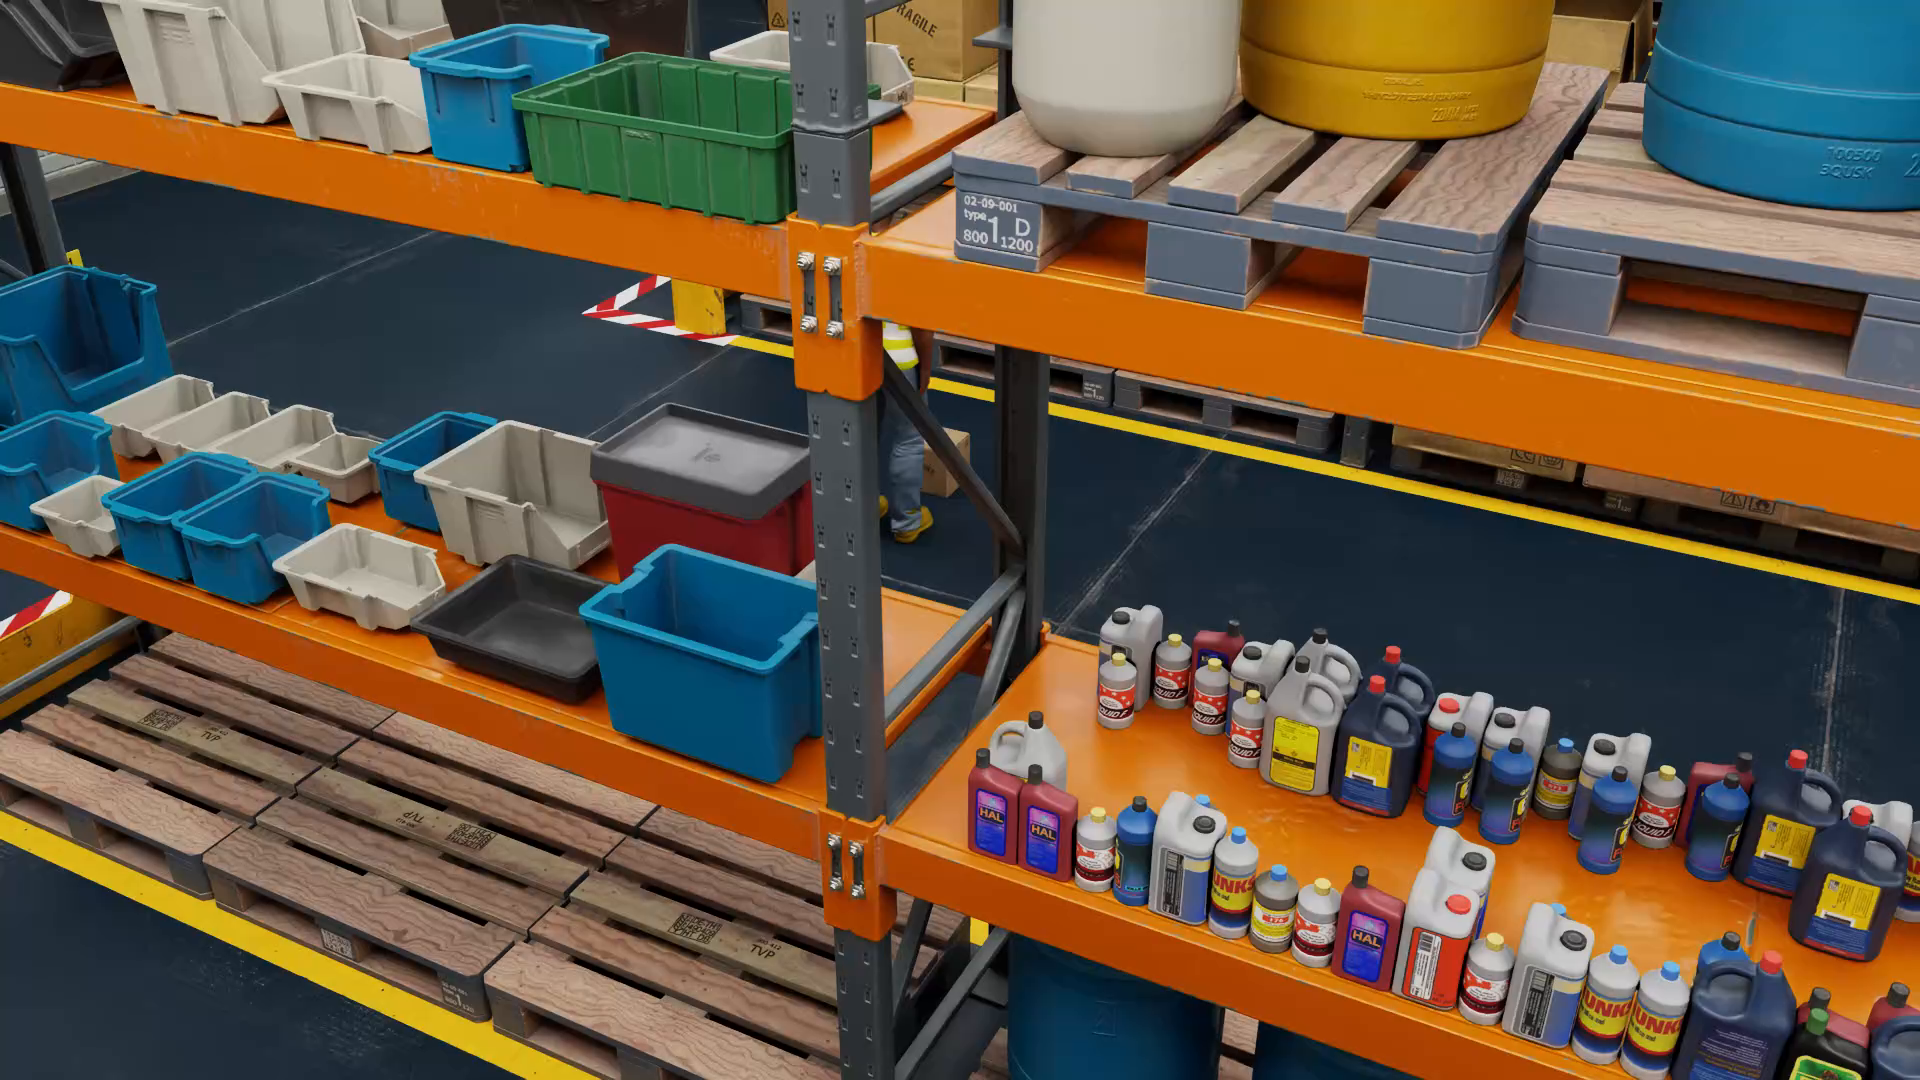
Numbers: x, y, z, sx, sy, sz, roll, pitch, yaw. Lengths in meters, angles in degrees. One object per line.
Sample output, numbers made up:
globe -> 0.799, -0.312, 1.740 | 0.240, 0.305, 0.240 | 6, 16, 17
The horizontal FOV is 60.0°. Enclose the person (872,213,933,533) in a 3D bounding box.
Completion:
person -> -0.360, -0.862, 7.549 | 0.559, 1.699, 0.324 | 15, 33, 25
